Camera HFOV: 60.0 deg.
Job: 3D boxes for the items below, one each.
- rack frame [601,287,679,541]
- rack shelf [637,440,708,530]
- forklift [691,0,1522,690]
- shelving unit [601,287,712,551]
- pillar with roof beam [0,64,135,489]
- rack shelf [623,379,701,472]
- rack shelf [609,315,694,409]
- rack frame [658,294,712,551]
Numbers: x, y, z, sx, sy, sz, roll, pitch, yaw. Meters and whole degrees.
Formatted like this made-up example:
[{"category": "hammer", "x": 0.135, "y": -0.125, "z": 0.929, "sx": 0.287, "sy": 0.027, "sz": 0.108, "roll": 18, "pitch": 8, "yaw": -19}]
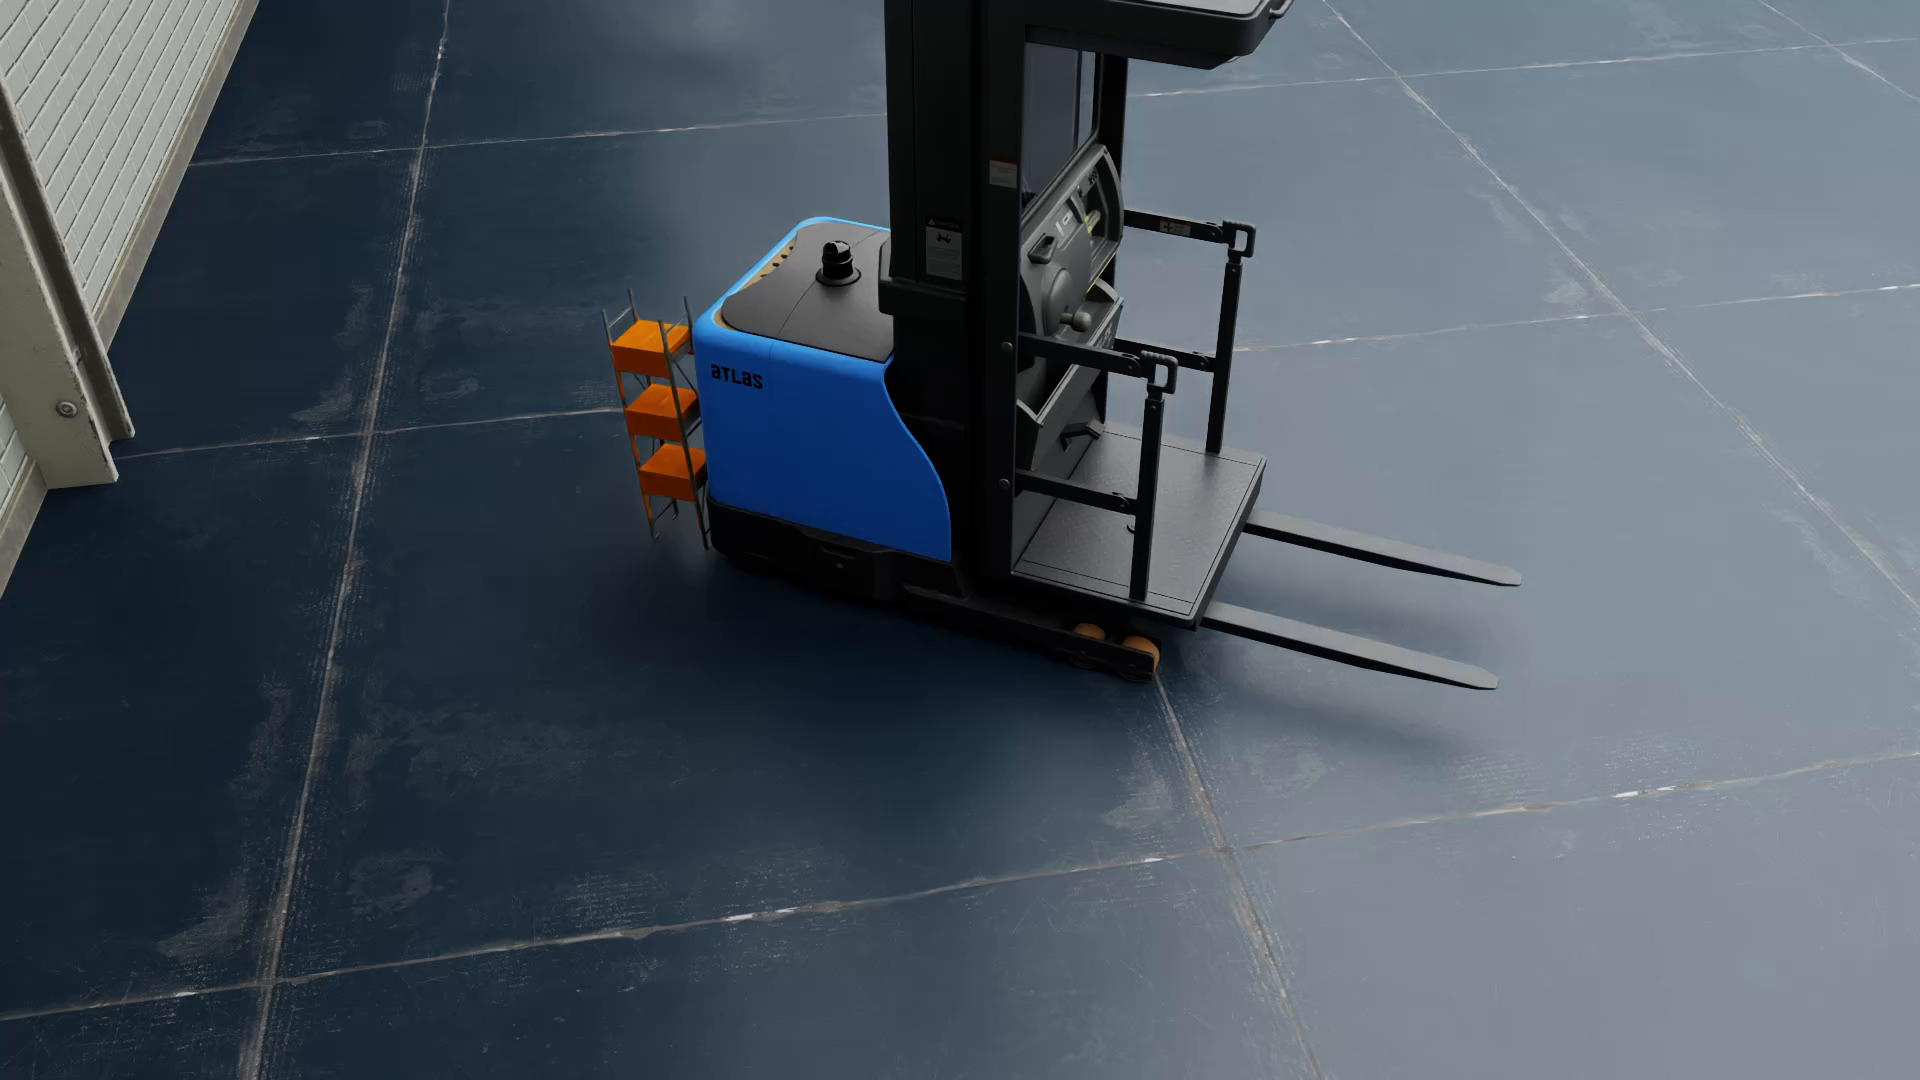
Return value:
[{"category": "rack frame", "x": -1.243, "y": -0.477, "z": 6.509, "sx": 0.008, "sy": 1.050, "sz": 0.200, "roll": 10, "pitch": 39, "yaw": 20}, {"category": "rack shelf", "x": -1.110, "y": -0.223, "z": 6.637, "sx": 0.240, "sy": 0.259, "sz": 0.215, "roll": 10, "pitch": 39, "yaw": 20}, {"category": "forklift", "x": 0.575, "y": -1.012, "z": 5.663, "sx": 3.031, "sy": 2.935, "sz": 1.130, "roll": 14, "pitch": 40, "yaw": 18}, {"category": "shelving unit", "x": -1.131, "y": -0.456, "z": 6.467, "sx": 0.252, "sy": 1.050, "sz": 0.215, "roll": 10, "pitch": 39, "yaw": 20}, {"category": "pillar with roof beam", "x": 0.465, "y": -4.365, "z": 5.034, "sx": 9.100, "sy": 9.000, "sz": 0.400, "roll": -6, "pitch": 38, "yaw": -8}, {"category": "rack shelf", "x": -1.130, "y": -0.447, "z": 6.473, "sx": 0.240, "sy": 0.259, "sz": 0.215, "roll": 10, "pitch": 39, "yaw": 20}, {"category": "rack shelf", "x": -1.150, "y": -0.676, "z": 6.306, "sx": 0.240, "sy": 0.259, "sz": 0.215, "roll": 10, "pitch": 39, "yaw": 20}, {"category": "rack frame", "x": -1.018, "y": -0.435, "z": 6.425, "sx": 0.008, "sy": 1.050, "sz": 0.200, "roll": 10, "pitch": 39, "yaw": 20}]
